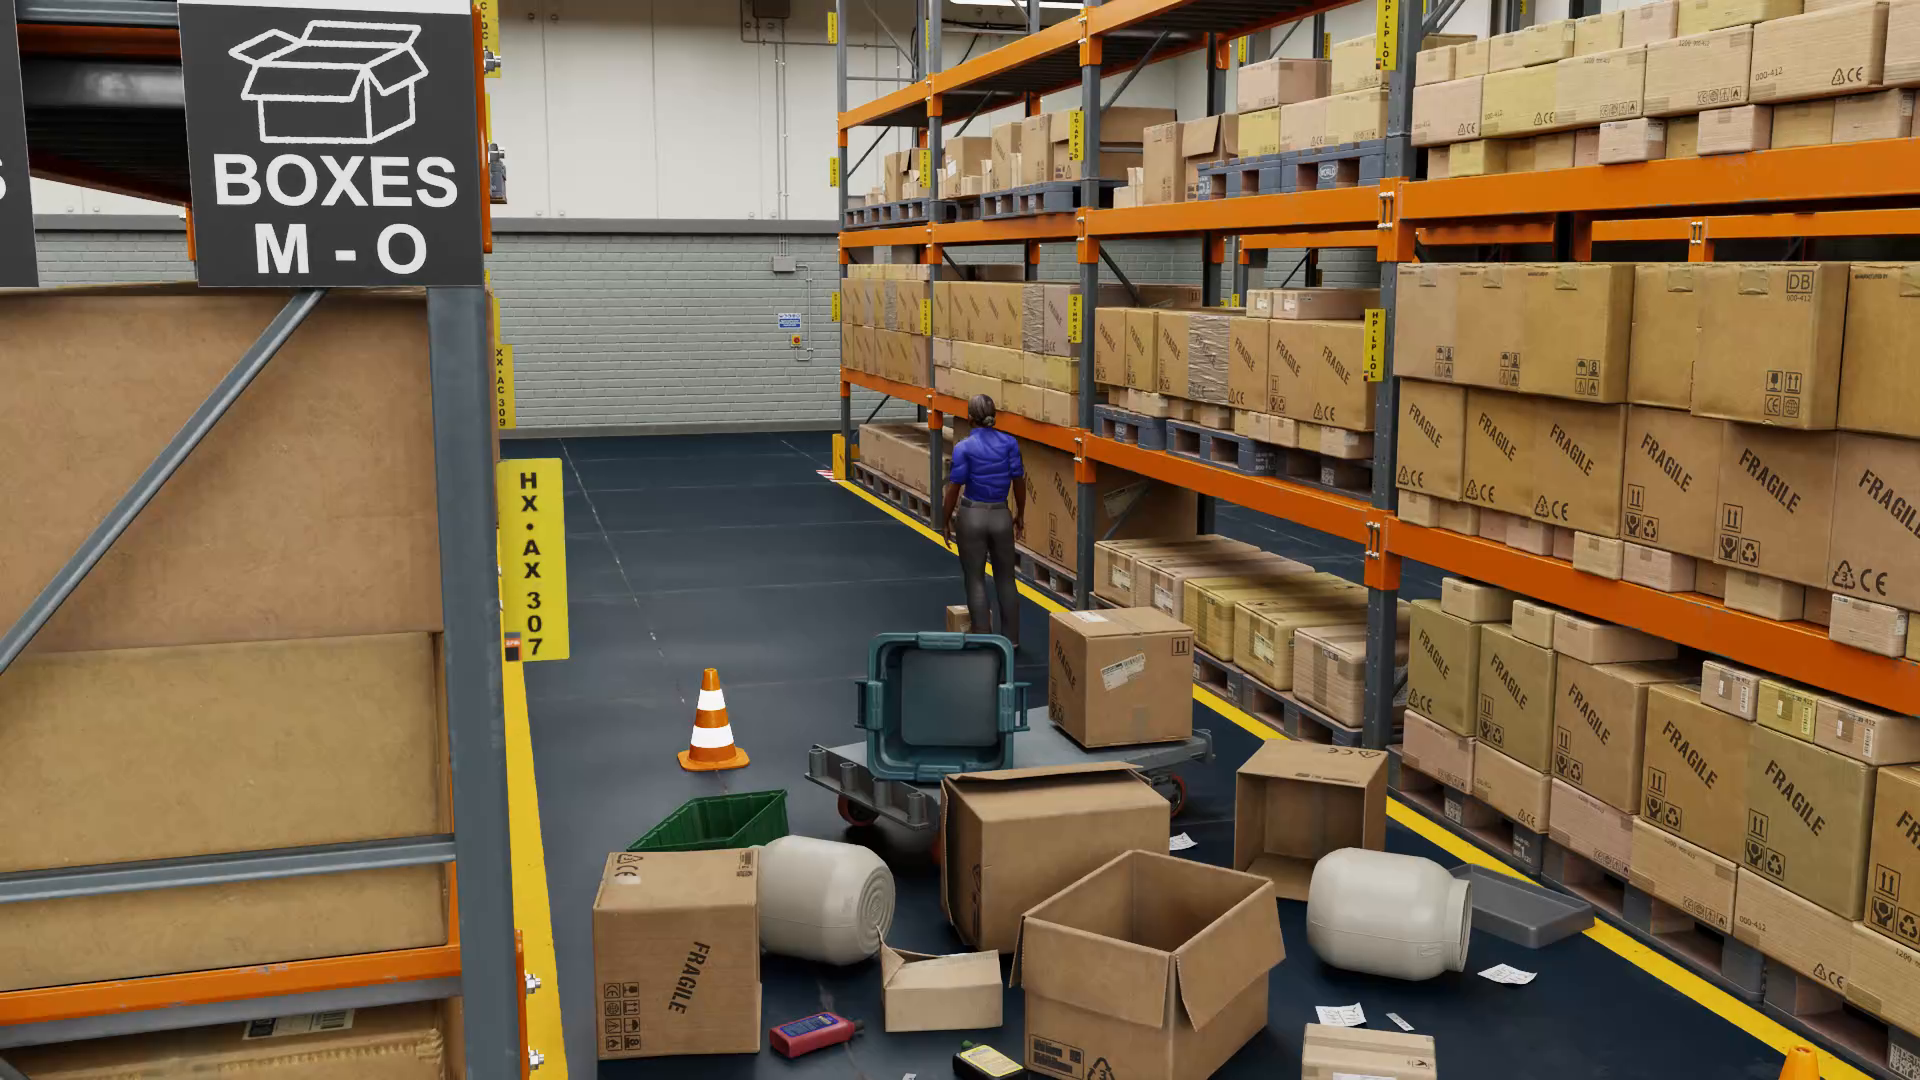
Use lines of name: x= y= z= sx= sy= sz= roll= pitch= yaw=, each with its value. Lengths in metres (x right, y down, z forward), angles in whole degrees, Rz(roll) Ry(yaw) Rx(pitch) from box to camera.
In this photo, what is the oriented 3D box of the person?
person: x=0.147 y=-0.103 z=10.468 sx=0.569 sy=1.654 sz=0.504 roll=-3 pitch=10 yaw=-16
